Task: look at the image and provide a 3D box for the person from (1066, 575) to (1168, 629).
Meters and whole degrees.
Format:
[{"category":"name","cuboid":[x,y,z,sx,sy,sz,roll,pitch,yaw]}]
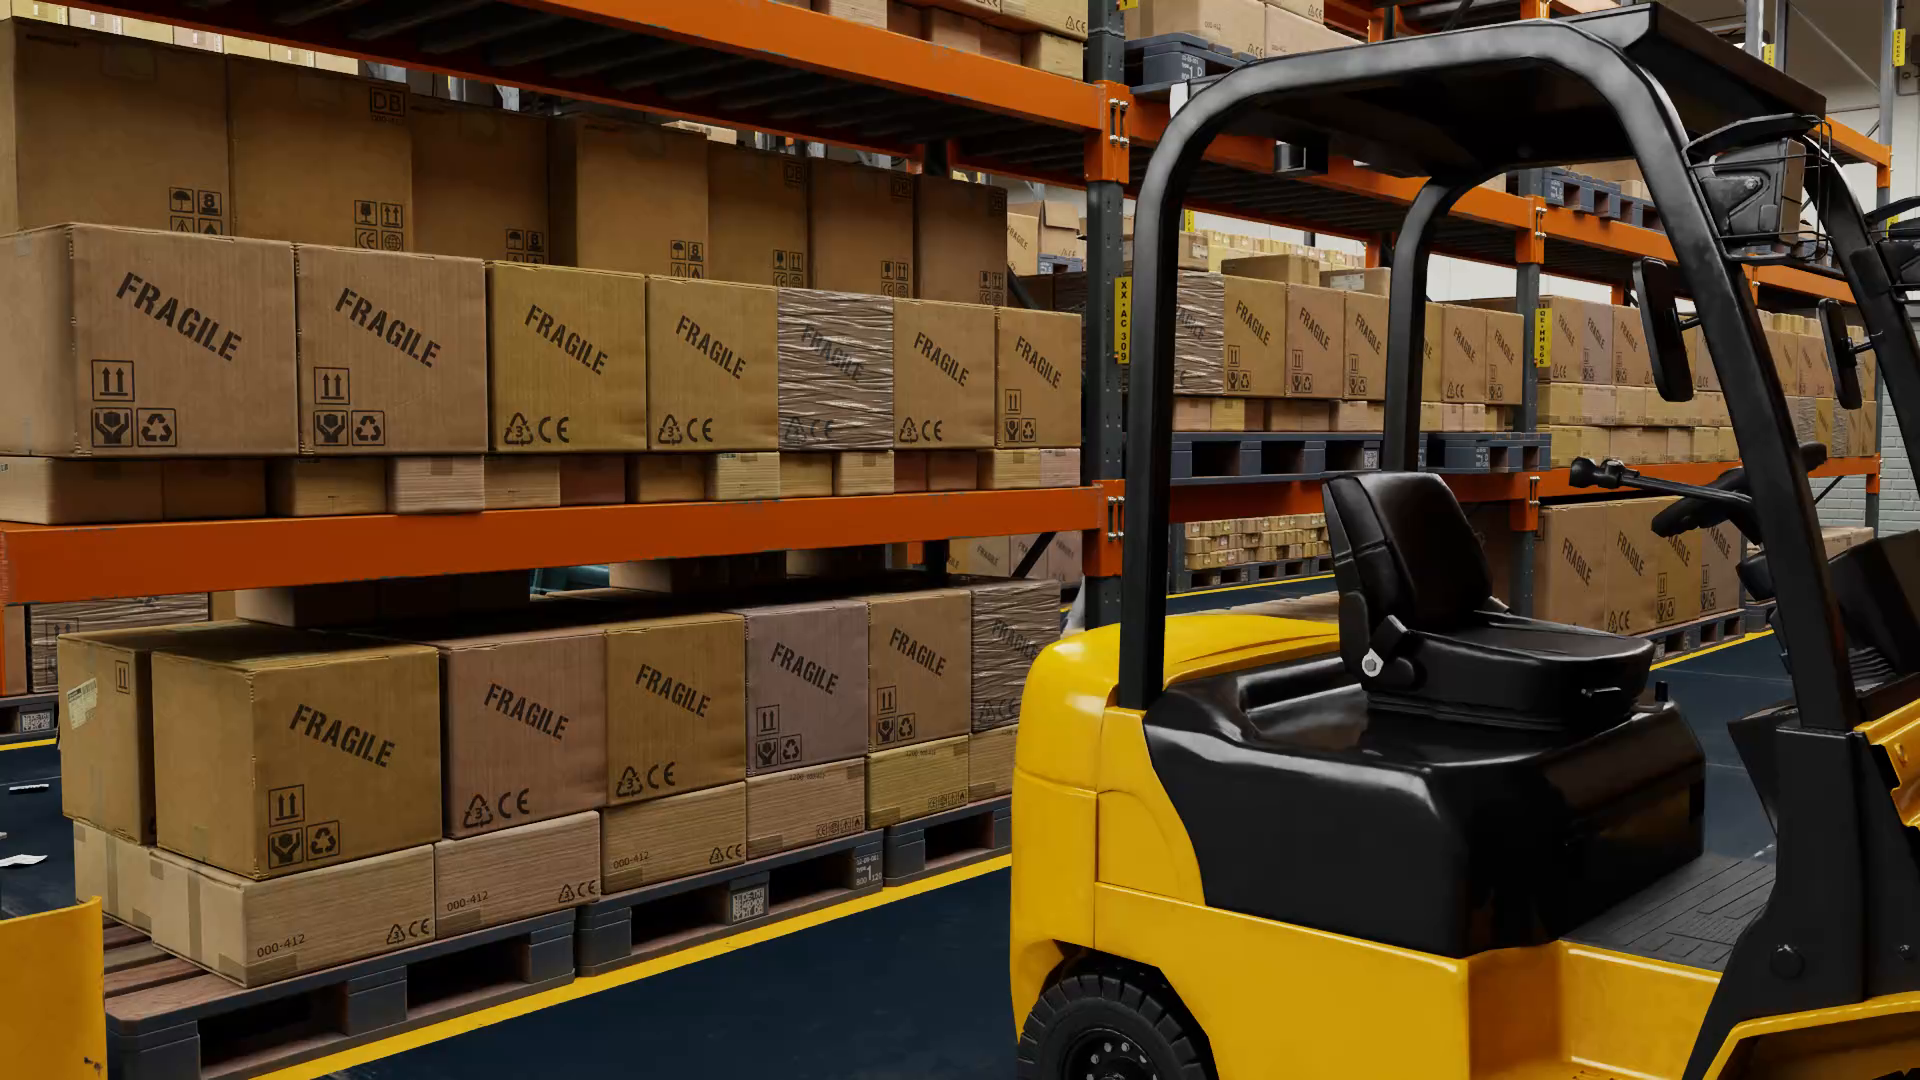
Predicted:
[{"category":"person","cuboid":[1.217,-0.132,12.304,1.032,1.603,0.454,-2,4,-29]}]
